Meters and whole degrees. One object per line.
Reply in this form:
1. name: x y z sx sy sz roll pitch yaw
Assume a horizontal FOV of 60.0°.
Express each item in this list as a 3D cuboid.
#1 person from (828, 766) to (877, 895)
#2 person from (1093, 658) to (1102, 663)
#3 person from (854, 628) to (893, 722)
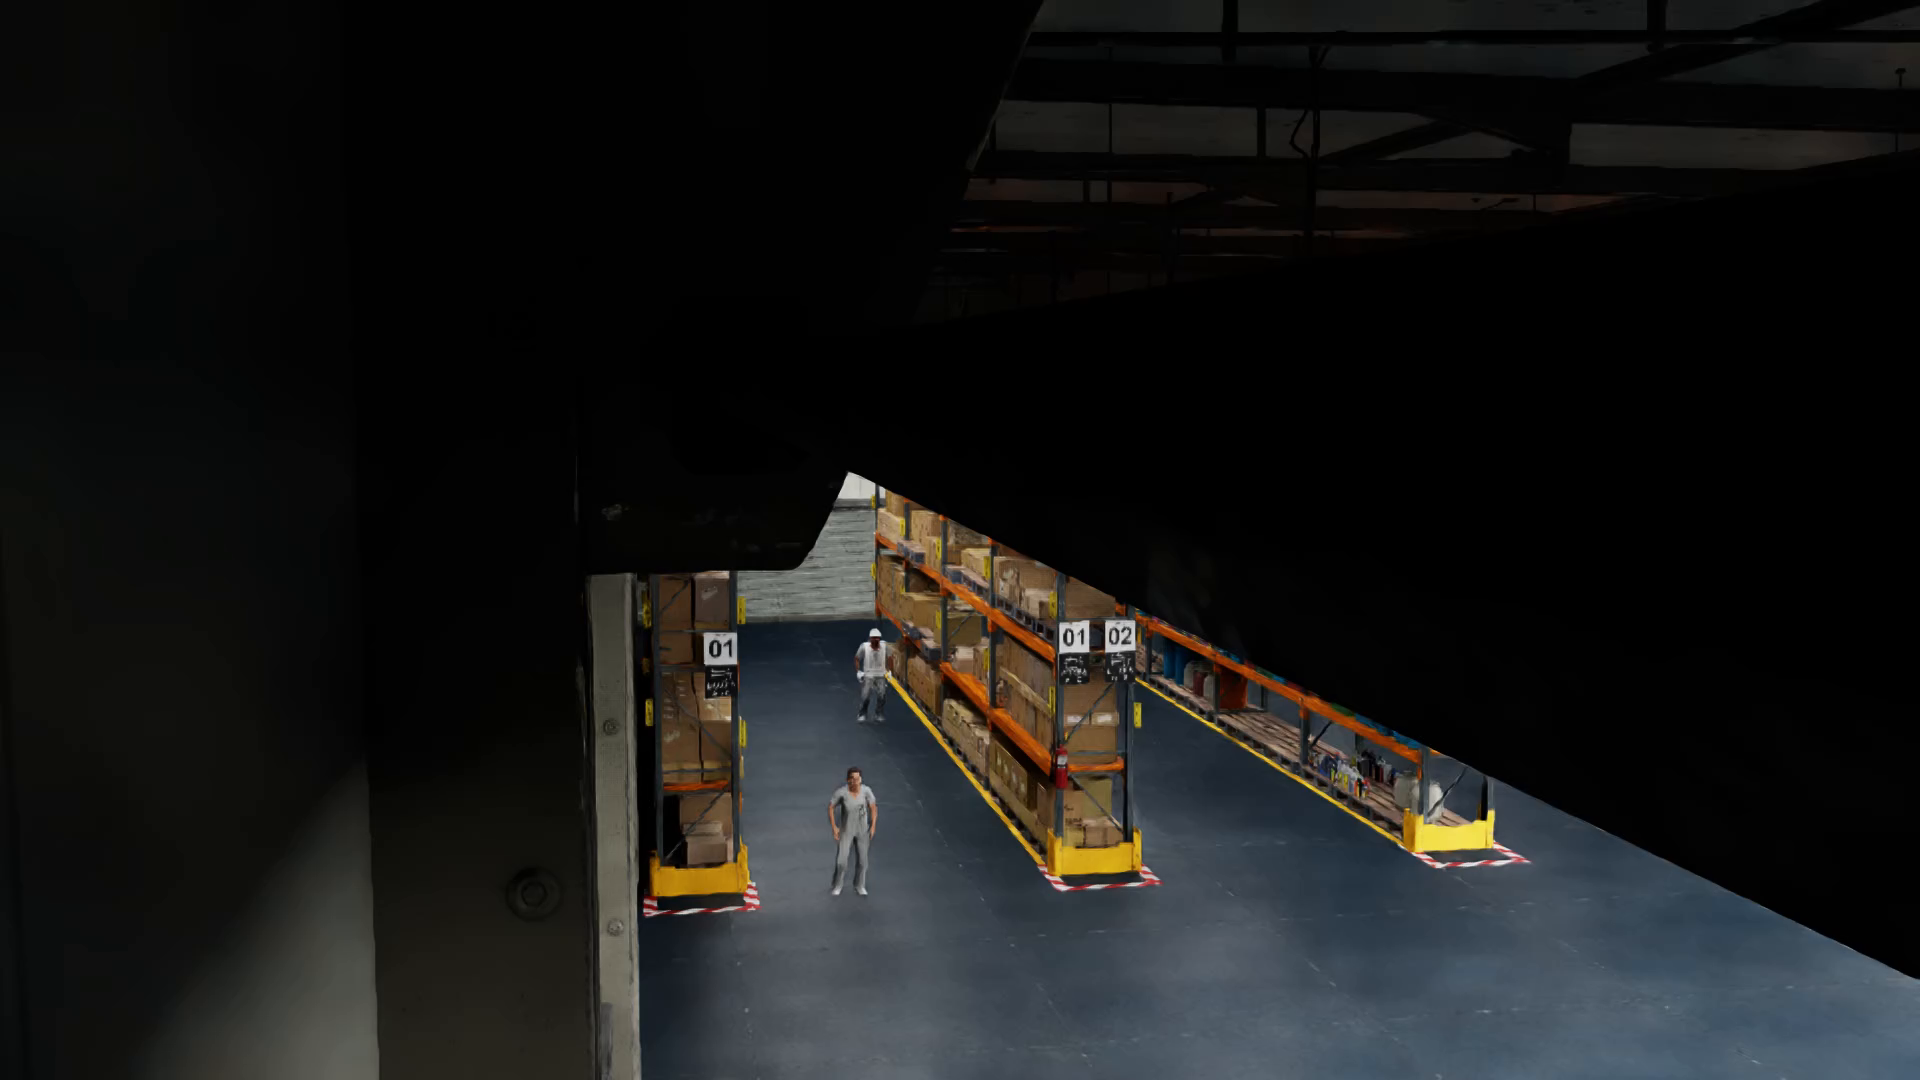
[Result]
1. person: -1.290 3.486 19.962 0.580 1.619 0.507 -1 6 -12
2. person: 2.702 2.090 32.911 0.550 1.708 1.128 -1 6 -13
3. person: -1.542 2.421 29.779 0.702 1.735 0.549 -1 6 -11
